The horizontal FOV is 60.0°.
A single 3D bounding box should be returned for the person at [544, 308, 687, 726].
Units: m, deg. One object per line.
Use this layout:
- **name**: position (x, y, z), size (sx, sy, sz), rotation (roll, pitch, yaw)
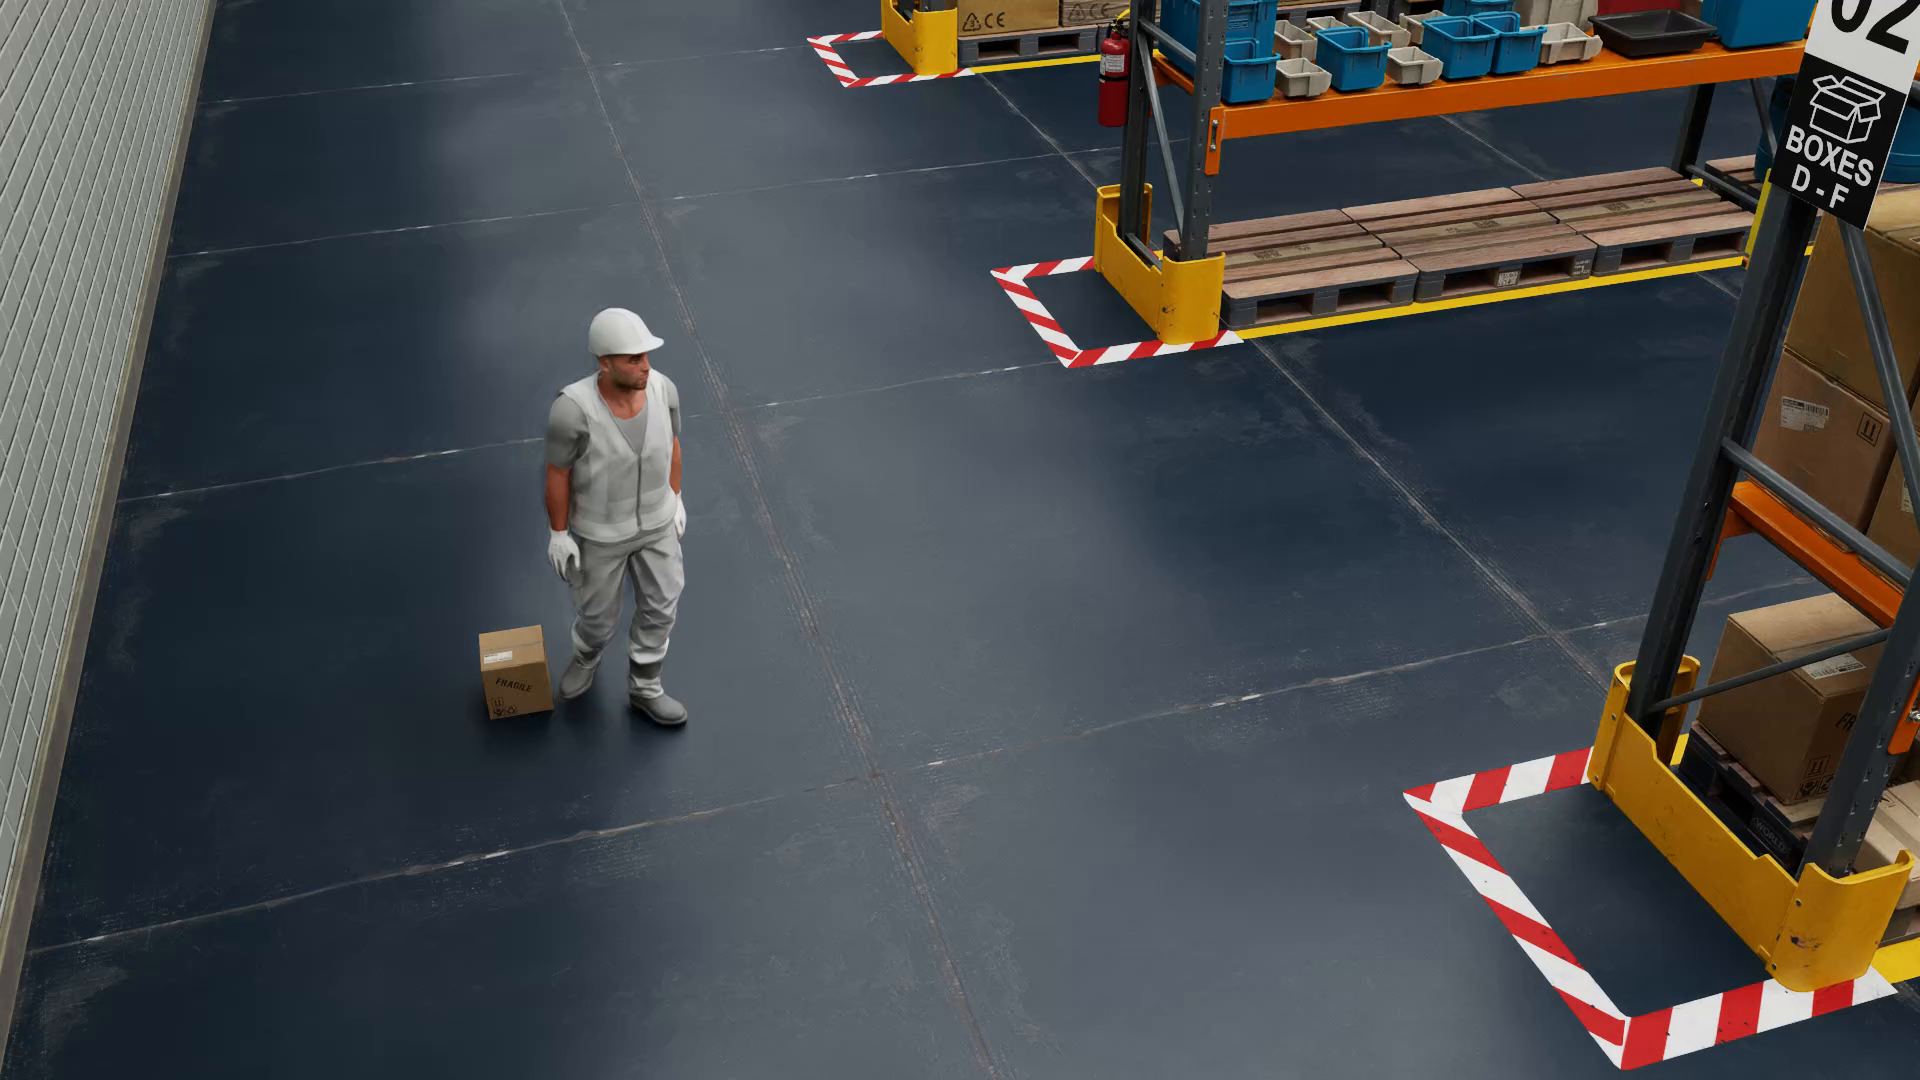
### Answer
- **person**: position (-1.303, -0.086, 6.249), size (0.585, 1.777, 0.578), rotation (-23, 40, -30)
